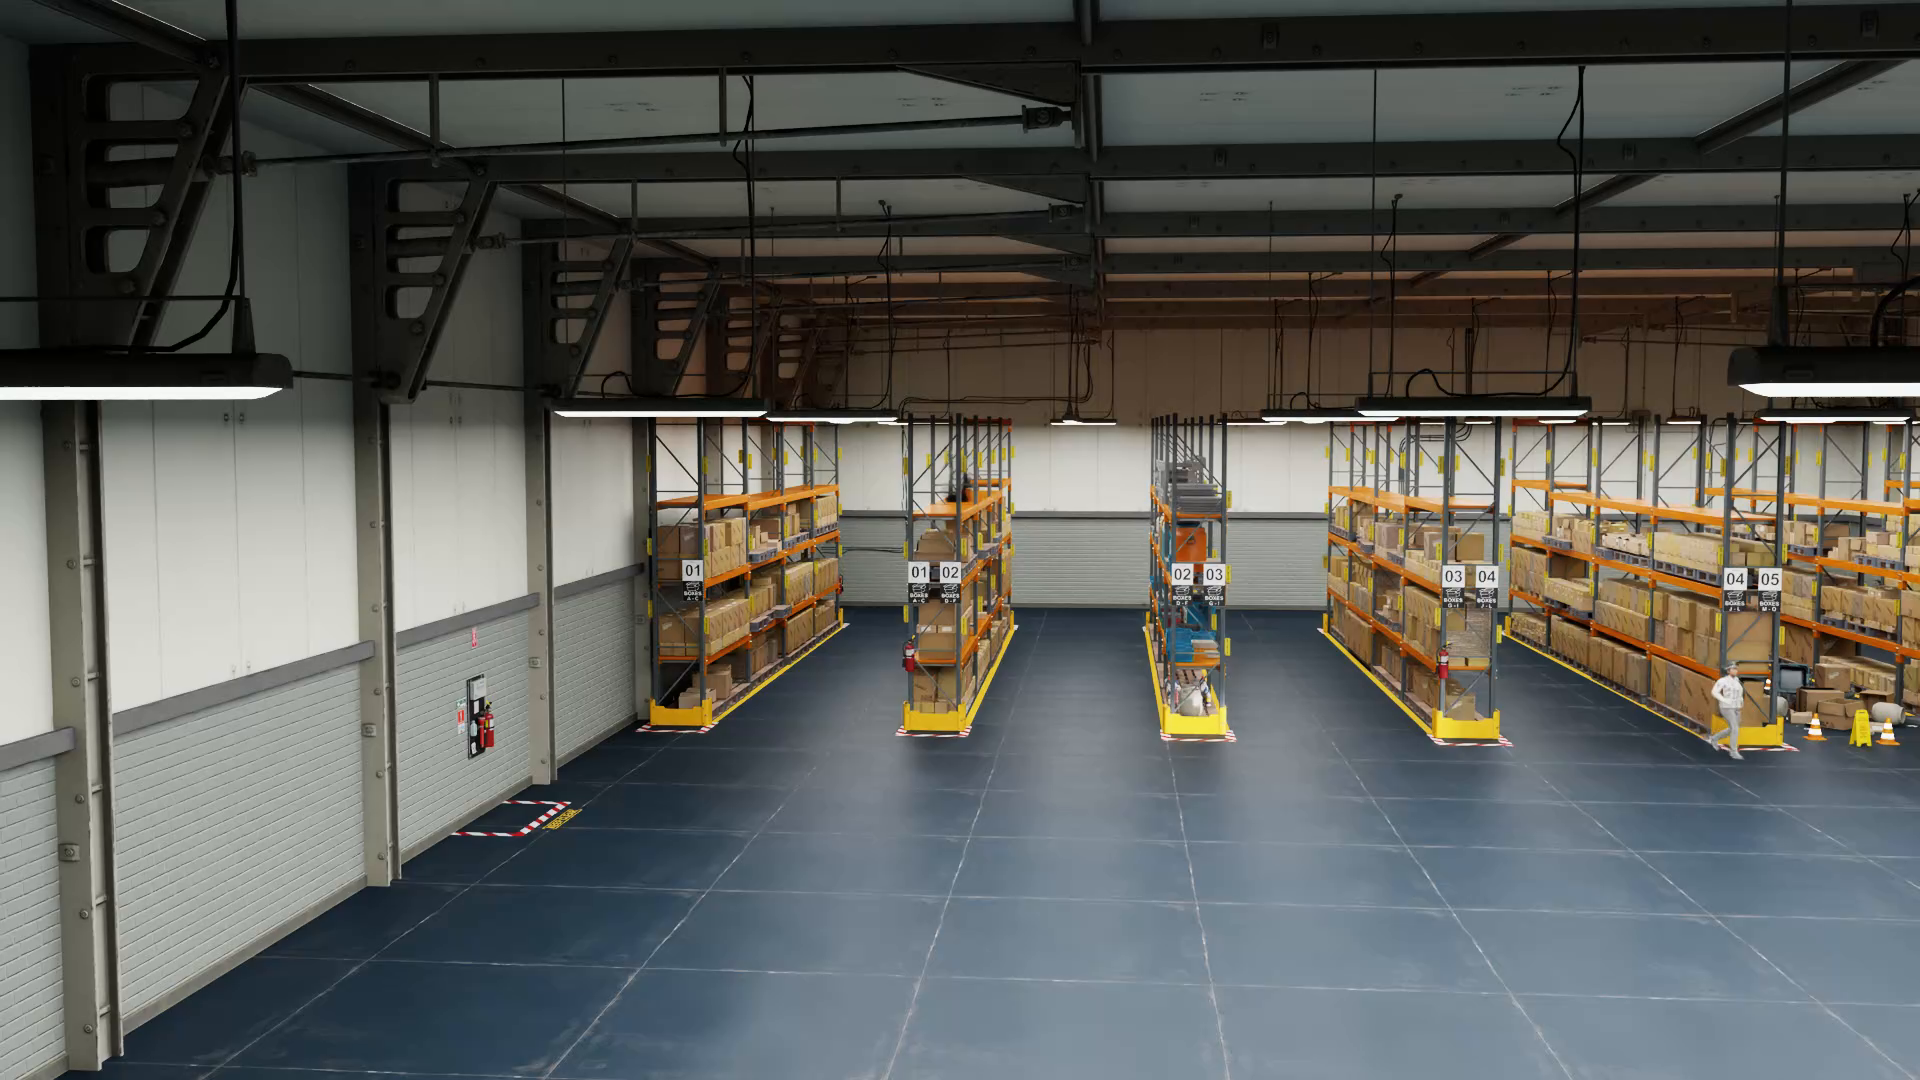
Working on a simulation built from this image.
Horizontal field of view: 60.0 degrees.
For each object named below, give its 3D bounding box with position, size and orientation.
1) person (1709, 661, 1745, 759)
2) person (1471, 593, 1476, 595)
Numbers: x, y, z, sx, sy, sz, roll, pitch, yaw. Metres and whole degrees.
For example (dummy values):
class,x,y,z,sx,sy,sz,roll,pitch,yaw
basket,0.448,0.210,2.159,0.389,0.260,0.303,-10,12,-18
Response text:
class,x,y,z,sx,sy,sz,roll,pitch,yaw
person,13.413,2.952,29.029,0.669,1.710,0.706,-2,4,-26
person,14.055,1.735,46.619,0.752,1.698,0.976,3,5,37
